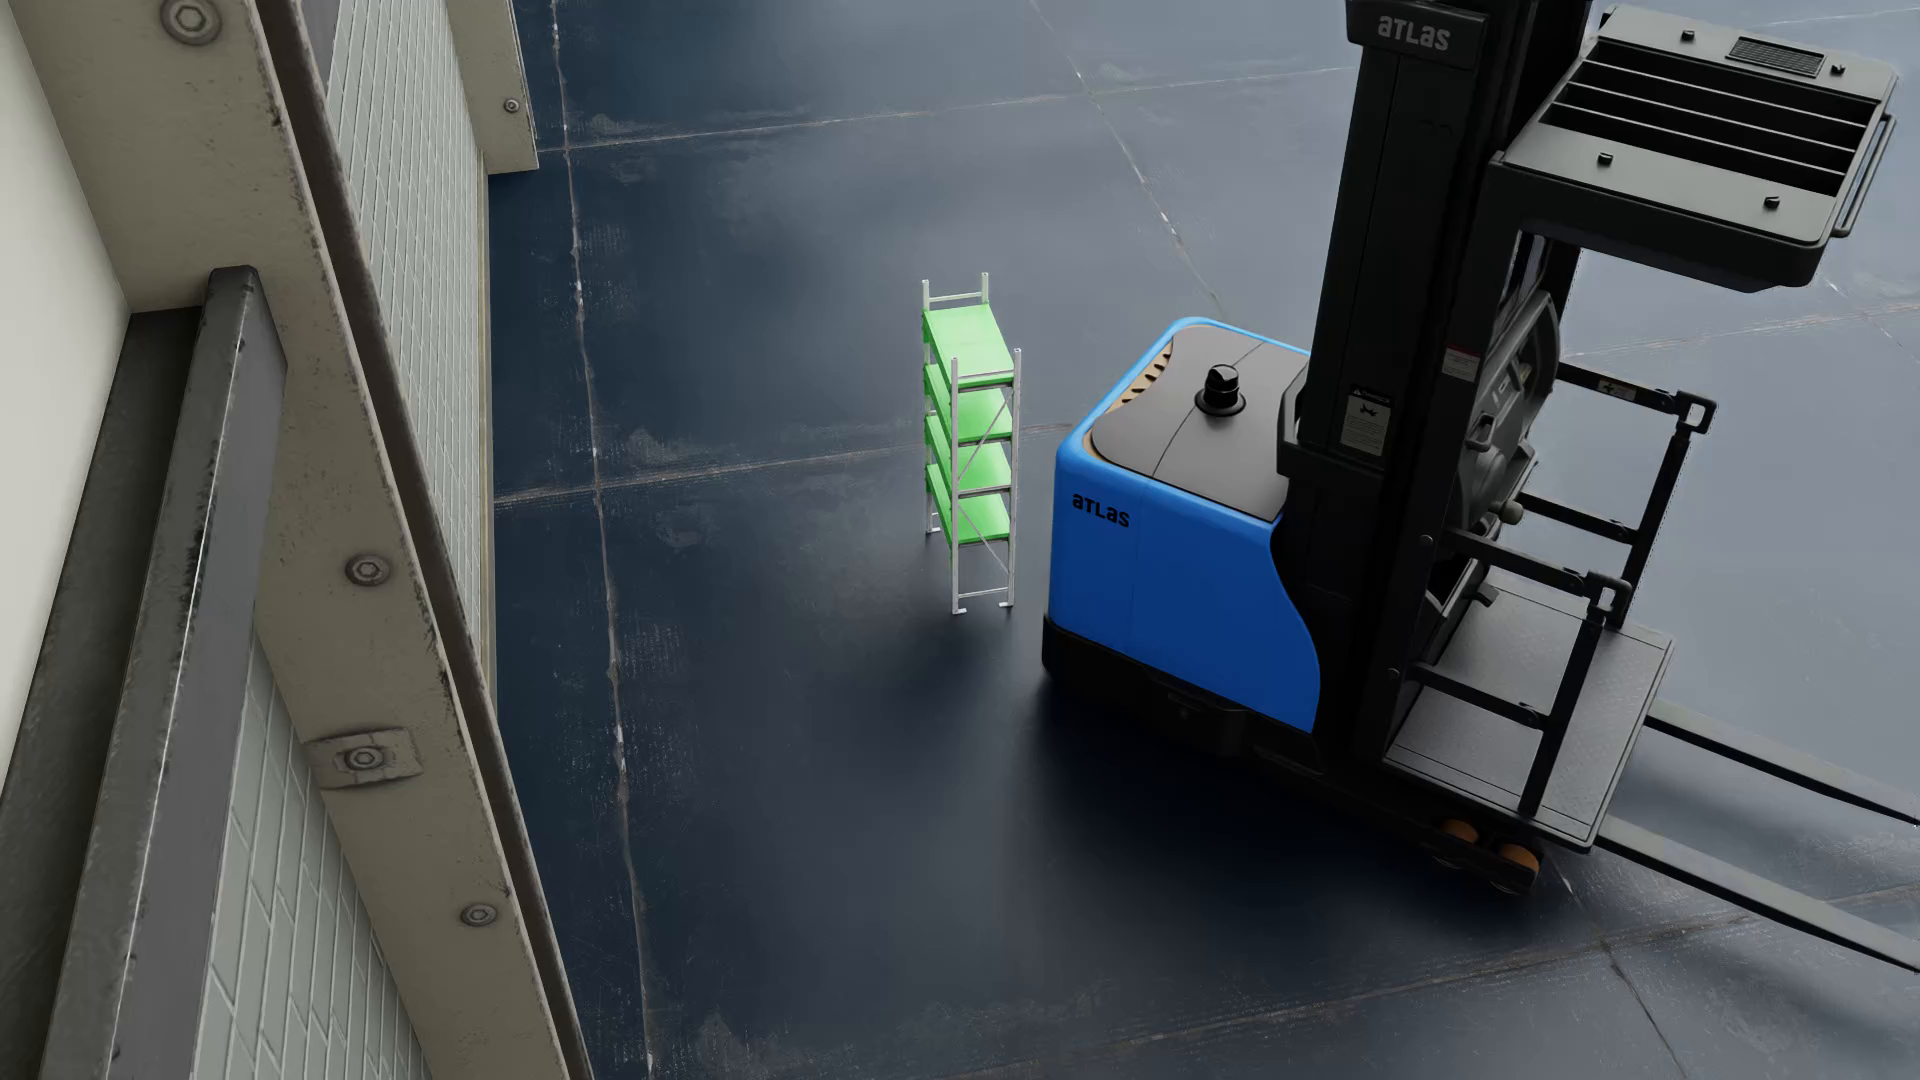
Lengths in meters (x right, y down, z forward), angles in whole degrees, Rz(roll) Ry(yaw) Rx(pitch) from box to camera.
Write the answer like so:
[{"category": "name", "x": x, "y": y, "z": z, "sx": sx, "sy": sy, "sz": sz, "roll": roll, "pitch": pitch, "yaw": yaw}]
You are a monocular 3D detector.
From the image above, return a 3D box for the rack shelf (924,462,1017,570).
[{"category": "rack shelf", "x": 0.036, "y": -0.114, "z": 6.433, "sx": 0.258, "sy": 0.148, "sz": 0.480, "roll": -8, "pitch": 42, "yaw": -9}]

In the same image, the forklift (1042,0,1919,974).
[{"category": "forklift", "x": 1.825, "y": -0.346, "z": 4.931, "sx": 3.031, "sy": 2.935, "sz": 1.130, "roll": 22, "pitch": 46, "yaw": 23}]

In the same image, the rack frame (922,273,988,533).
[{"category": "rack frame", "x": -0.017, "y": -0.500, "z": 6.409, "sx": 0.240, "sy": 1.200, "sz": 0.015, "roll": -8, "pitch": 42, "yaw": -9}]

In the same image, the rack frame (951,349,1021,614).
[{"category": "rack frame", "x": 0.088, "y": -0.183, "z": 6.053, "sx": 0.240, "sy": 1.200, "sz": 0.015, "roll": -8, "pitch": 42, "yaw": -9}]

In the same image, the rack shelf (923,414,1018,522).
[{"category": "rack shelf", "x": 0.036, "y": -0.294, "z": 6.273, "sx": 0.258, "sy": 0.148, "sz": 0.480, "roll": -8, "pitch": 42, "yaw": -9}]

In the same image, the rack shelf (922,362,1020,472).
[{"category": "rack shelf", "x": 0.036, "y": -0.473, "z": 6.114, "sx": 0.258, "sy": 0.148, "sz": 0.480, "roll": -8, "pitch": 42, "yaw": -9}]

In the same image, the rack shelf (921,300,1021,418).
[{"category": "rack shelf", "x": 0.036, "y": -0.653, "z": 5.955, "sx": 0.258, "sy": 0.148, "sz": 0.480, "roll": -8, "pitch": 42, "yaw": -9}]

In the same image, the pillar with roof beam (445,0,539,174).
[{"category": "pillar with roof beam", "x": 1.726, "y": -6.100, "z": 6.843, "sx": 9.100, "sy": 9.000, "sz": 0.400, "roll": -8, "pitch": 42, "yaw": -9}]

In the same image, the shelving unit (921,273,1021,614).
[{"category": "shelving unit", "x": 0.036, "y": -0.341, "z": 6.231, "sx": 0.258, "sy": 1.200, "sz": 0.503, "roll": -8, "pitch": 42, "yaw": -9}]
